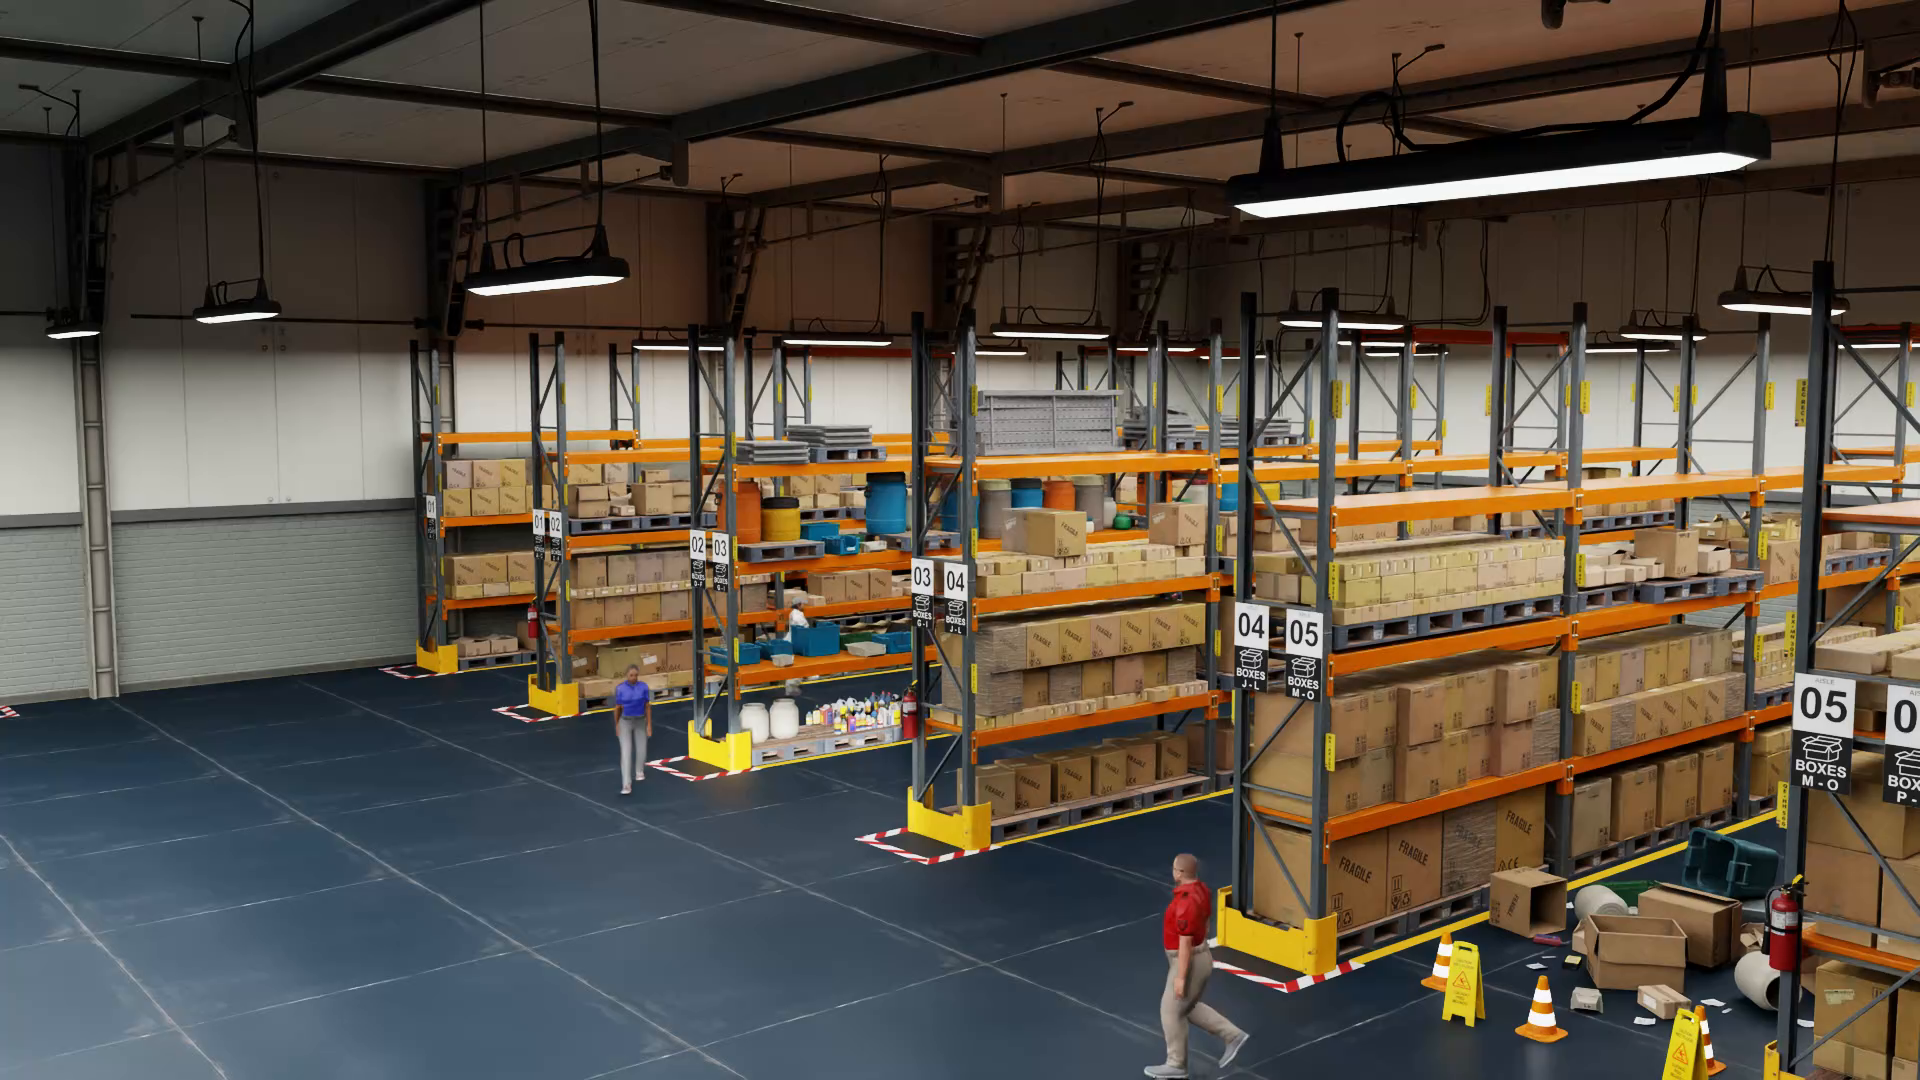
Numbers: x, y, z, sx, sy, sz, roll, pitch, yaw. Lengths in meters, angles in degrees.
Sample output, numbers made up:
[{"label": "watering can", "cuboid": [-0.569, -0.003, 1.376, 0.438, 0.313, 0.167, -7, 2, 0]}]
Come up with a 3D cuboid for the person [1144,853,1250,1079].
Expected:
[{"label": "person", "cuboid": [1.766, 3.157, 12.344, 0.768, 1.698, 0.538, 1, 5, 11]}]

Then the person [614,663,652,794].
[{"label": "person", "cuboid": [-4.218, 2.376, 21.391, 0.472, 1.616, 0.837, -2, 6, -24]}]

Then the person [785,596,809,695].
[{"label": "person", "cuboid": [-2.708, 1.769, 27.749, 0.500, 1.653, 0.546, -3, 6, -31]}]
